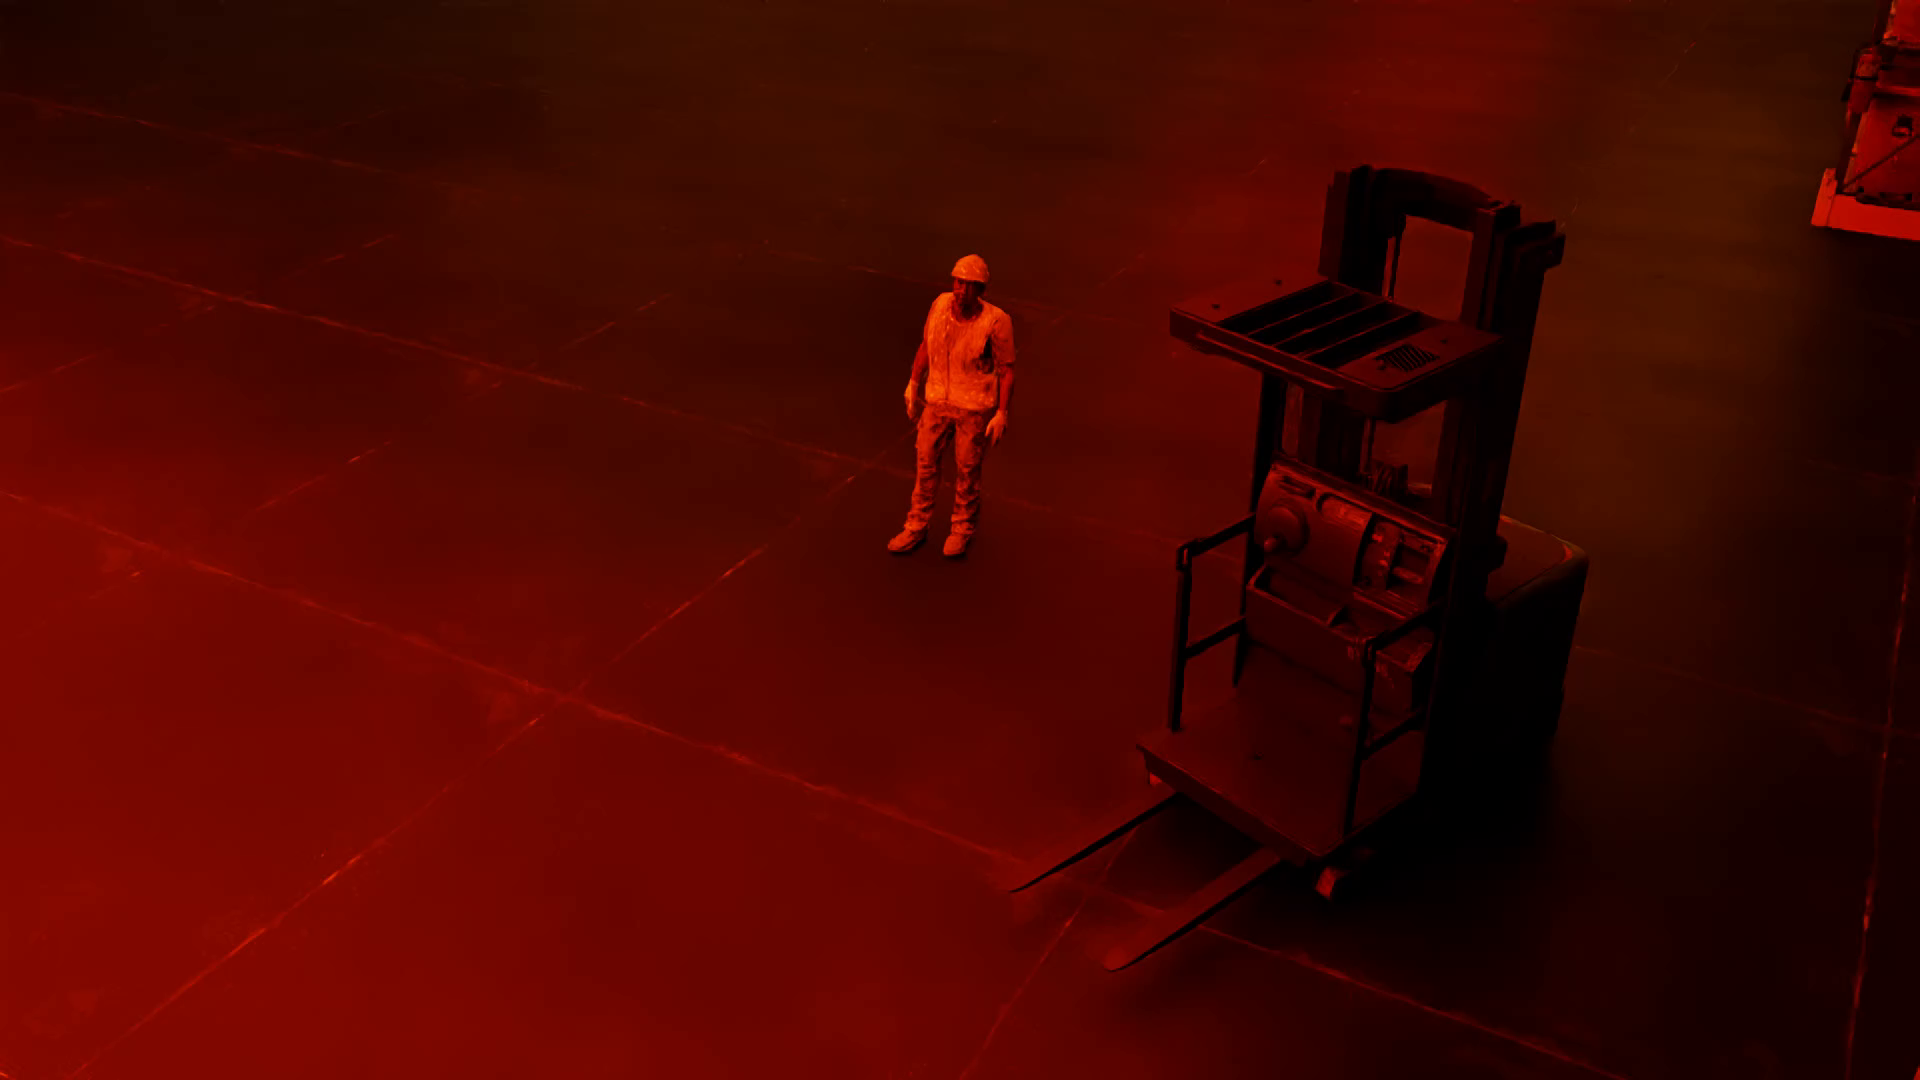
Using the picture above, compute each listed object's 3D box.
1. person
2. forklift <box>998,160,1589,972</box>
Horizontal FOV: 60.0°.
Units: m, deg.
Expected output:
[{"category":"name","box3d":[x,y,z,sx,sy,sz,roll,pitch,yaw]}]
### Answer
[{"category":"person","box3d":[-0.042,-0.749,9.502,0.655,1.782,0.576,15,33,25]},{"category":"forklift","box3d":[1.519,0.012,7.049,3.031,2.935,1.130,-24,37,-35]}]
